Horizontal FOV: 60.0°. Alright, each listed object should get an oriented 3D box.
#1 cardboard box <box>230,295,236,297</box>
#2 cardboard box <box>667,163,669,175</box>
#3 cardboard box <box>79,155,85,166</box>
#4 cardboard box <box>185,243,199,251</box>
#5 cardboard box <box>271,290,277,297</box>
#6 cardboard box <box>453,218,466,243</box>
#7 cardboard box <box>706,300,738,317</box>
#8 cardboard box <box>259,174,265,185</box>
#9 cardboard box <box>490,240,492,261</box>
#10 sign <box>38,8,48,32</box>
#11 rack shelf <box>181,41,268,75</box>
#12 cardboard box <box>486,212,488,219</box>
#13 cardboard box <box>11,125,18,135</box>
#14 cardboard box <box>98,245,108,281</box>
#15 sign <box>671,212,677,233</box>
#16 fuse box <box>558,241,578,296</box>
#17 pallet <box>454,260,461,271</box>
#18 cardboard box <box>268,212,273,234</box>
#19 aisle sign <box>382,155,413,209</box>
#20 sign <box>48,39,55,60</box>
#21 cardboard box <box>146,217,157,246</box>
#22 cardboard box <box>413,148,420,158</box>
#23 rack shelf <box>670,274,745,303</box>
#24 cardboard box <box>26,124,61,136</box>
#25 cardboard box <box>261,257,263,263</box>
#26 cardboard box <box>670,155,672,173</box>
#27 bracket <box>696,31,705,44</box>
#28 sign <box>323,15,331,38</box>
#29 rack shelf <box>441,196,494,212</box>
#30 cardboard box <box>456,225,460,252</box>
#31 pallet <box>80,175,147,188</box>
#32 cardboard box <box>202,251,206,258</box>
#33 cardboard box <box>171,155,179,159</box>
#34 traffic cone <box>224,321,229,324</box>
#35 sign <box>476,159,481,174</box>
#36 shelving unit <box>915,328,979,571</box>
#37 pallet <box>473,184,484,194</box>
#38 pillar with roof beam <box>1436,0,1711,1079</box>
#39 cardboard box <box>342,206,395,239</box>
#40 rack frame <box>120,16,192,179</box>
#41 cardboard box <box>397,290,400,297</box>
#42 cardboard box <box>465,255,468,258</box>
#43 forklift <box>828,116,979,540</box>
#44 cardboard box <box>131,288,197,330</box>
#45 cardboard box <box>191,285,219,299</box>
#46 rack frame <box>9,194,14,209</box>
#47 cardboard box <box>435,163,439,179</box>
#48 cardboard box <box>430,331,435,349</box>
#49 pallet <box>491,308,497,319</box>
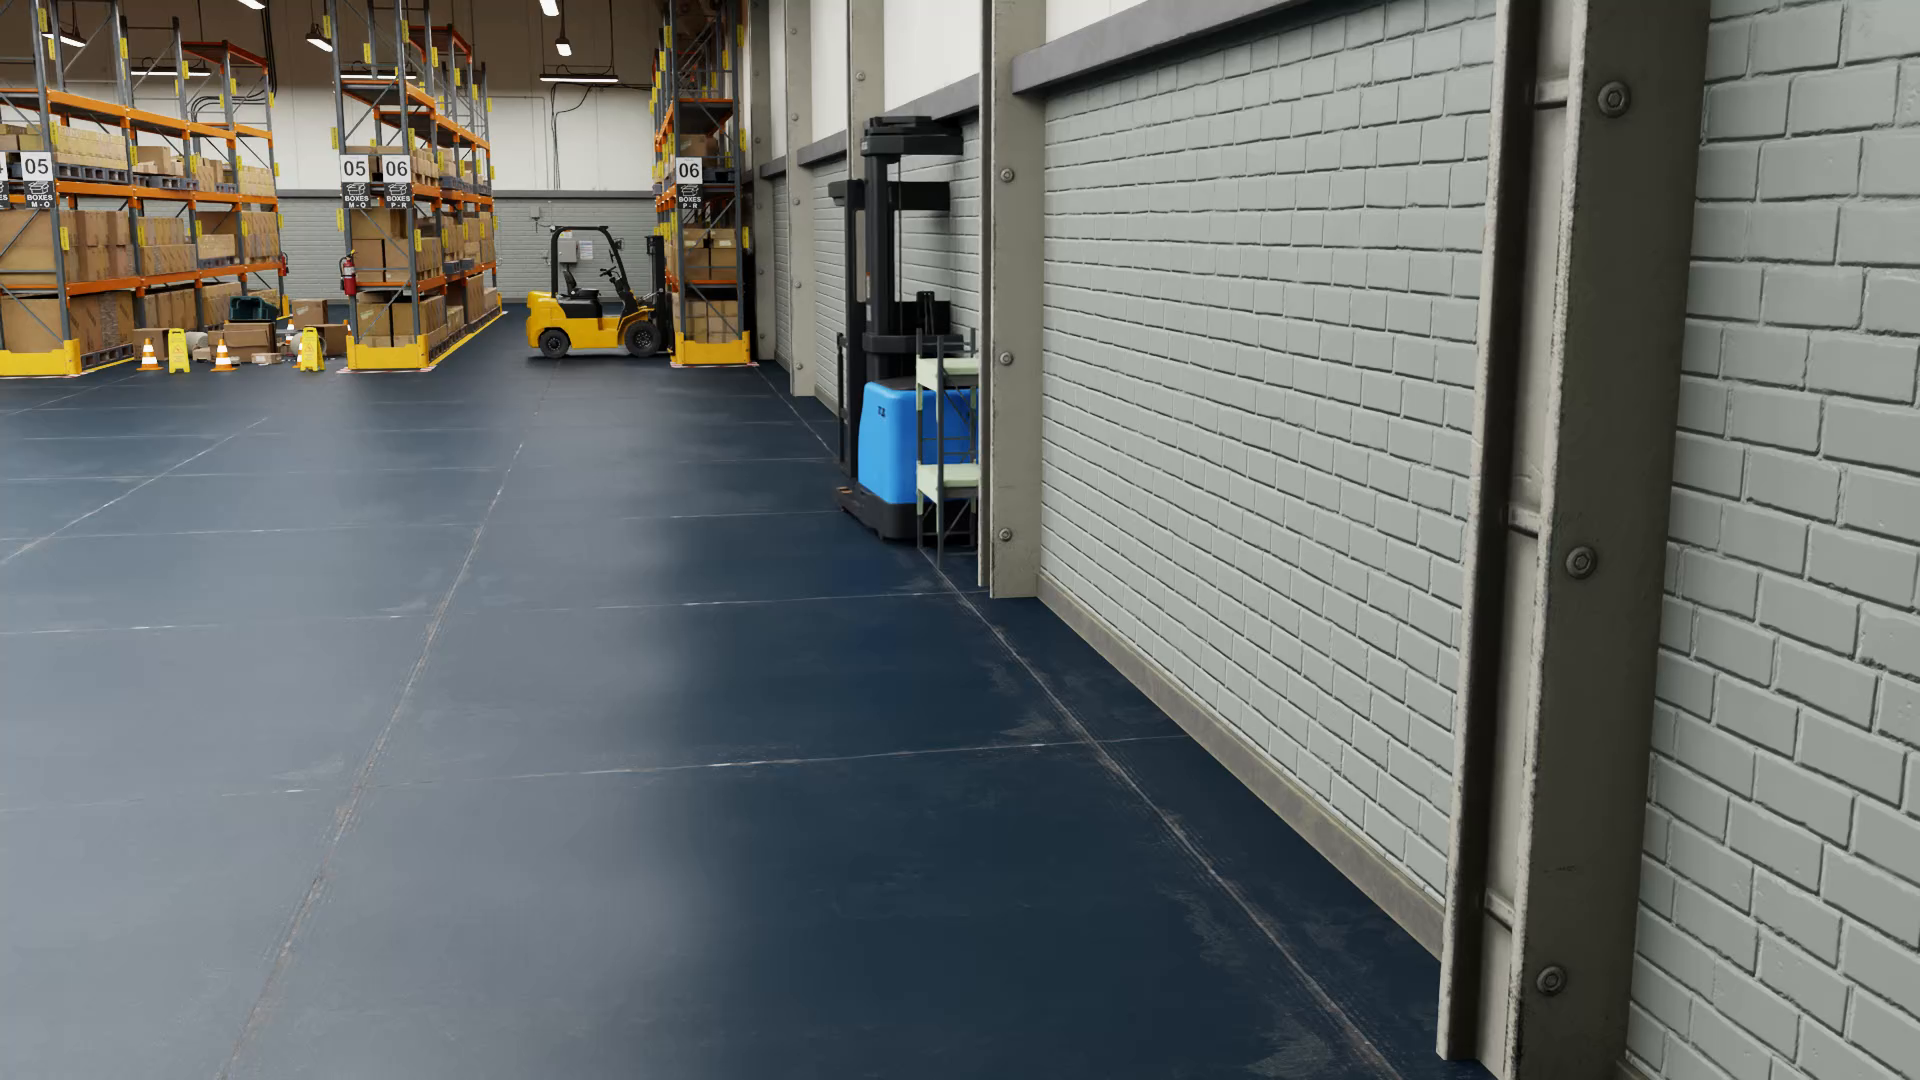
[{"bbox_3d":[-15.496,-4.889,34.921,0.500,0.500,0.500,-2,11,-12],"label":"cardboard box"},{"bbox_3d":[-5.106,-6.853,30.503,0.500,0.311,0.500,-2,11,-13],"label":"cardboard box"},{"bbox_3d":[-13.601,-5.795,25.382,0.380,0.149,0.250,-2,11,-11],"label":"cardboard box"},{"bbox_3d":[-15.105,-5.722,32.492,0.380,0.149,0.250,-2,11,-8],"label":"cardboard box"},{"bbox_3d":[-16.245,-5.784,38.972,0.380,0.149,0.250,-2,11,-12],"label":"cardboard box"},{"bbox_3d":[-10.228,-6.236,33.494,0.500,0.500,0.500,-2,11,-13],"label":"cardboard box"},{"bbox_3d":[-3.856,-3.752,26.942,0.500,0.250,0.500,-2,11,-12],"label":"cardboard box"},{"bbox_3d":[-16.227,-8.247,38.046,0.500,0.250,0.500,-2,11,-10],"label":"cardboard box"},{"bbox_3d":[-11.382,-6.847,39.380,0.500,0.500,0.500,-2,11,-9],"label":"cardboard box"},{"bbox_3d":[-13.106,-7.433,23.760,0.100,0.325,0.005,-2,11,-11],"label":"sign"},{"bbox_3d":[-16.375,-10.724,37.009,1.077,0.370,4.000,-2,11,-11],"label":"rack shelf"},{"bbox_3d":[-11.448,-7.726,39.589,0.380,0.149,0.250,-2,11,-10],"label":"cardboard box"},{"bbox_3d":[-14.098,-6.023,24.443,0.380,0.149,0.250,-2,11,-11],"label":"cardboard box"},{"bbox_3d":[-14.026,-4.373,26.250,0.875,0.550,0.500,-2,11,-11],"label":"cardboard box"},{"bbox_3d":[-4.483,-4.978,26.097,0.100,0.325,0.005,-2,11,-11],"label":"sign"},{"bbox_3d":[-10.959,-7.513,46.594,0.539,1.711,0.414,-2,11,-11],"label":"fuse box"},{"bbox_3d":[-9.947,-5.140,31.193,1.003,0.211,1.213,-2,11,-11],"label":"pallet"},{"bbox_3d":[-16.332,-7.383,38.728,0.500,0.500,0.500,-3,11,-13],"label":"cardboard box"},{"bbox_3d":[-8.500,-5.406,25.123,0.394,0.787,0.004,-2,11,-11],"label":"aisle sign"},{"bbox_3d":[-14.960,-8.087,27.407,0.100,0.325,0.005,-2,11,-11],"label":"sign"},{"bbox_3d":[-14.732,-5.482,29.534,0.700,0.500,0.500,-2,11,-11],"label":"cardboard box"},{"bbox_3d":[-8.714,-6.086,26.165,0.380,0.149,0.250,-2,11,-11],"label":"cardboard box"},{"bbox_3d":[-4.337,-4.323,28.313,1.077,0.370,4.000,-2,11,-11],"label":"rack shelf"},{"bbox_3d":[-13.405,-6.000,24.325,0.380,0.149,0.250,-2,11,-10],"label":"cardboard box"},{"bbox_3d":[-16.259,-6.452,38.246,0.380,0.149,0.250,-3,11,-13],"label":"cardboard box"},{"bbox_3d":[-4.803,-6.567,29.004,0.500,0.311,0.500,-2,11,-10],"label":"cardboard box"},{"bbox_3d":[-5.801,-11.298,37.359,0.235,0.232,0.430,-2,11,-11],"label":"bracket"},{"bbox_3d":[-9.365,-7.596,24.617,0.100,0.325,0.005,-2,11,-11],"label":"sign"},{"bbox_3d":[-11.539,-7.817,38.643,1.077,0.370,4.000,-2,11,-11],"label":"rack shelf"},{"bbox_3d":[-9.800,-5.737,31.631,0.500,0.500,0.500,-3,11,-15],"label":"cardboard box"},{"bbox_3d":[-14.657,-6.210,28.789,0.805,0.209,1.217,-3,11,-13],"label":"pallet"},{"bbox_3d":[-15.202,-5.668,33.004,0.380,0.149,0.250,-2,11,-8],"label":"cardboard box"},{"bbox_3d":[-15.812,-7.596,33.246,0.396,0.266,0.258,-2,11,-11],"label":"cardboard box"},{"bbox_3d":[-13.210,-3.718,29.995,0.336,0.463,0.334,-2,11,-11],"label":"traffic cone"},{"bbox_3d":[-10.620,-8.233,36.684,0.100,0.325,0.005,-2,11,-11],"label":"sign"},{"bbox_3d":[-0.017,-0.615,10.915,0.431,1.500,0.755,-2,11,-12],"label":"shelving unit"},{"bbox_3d":[-11.299,-7.910,37.448,1.003,0.211,1.213,-2,11,-11],"label":"pallet"},{"bbox_3d":[-2.754,-2.859,2.651,9.100,9.000,0.400,-2,11,-11],"label":"pillar with roof beam"},{"bbox_3d":[-9.130,-4.901,25.686,0.700,0.500,0.500,-2,11,-12],"label":"cardboard box"},{"bbox_3d":[-15.208,-8.345,31.471,1.000,3.000,0.127,-2,11,-11],"label":"rack frame"},{"bbox_3d":[-9.677,-4.168,28.061,0.380,0.149,0.250,-2,11,-9],"label":"cardboard box"},{"bbox_3d":[-10.221,-5.621,33.609,0.500,0.250,0.500,-2,11,-12],"label":"cardboard box"},{"bbox_3d":[-0.375,-1.672,12.644,1.130,2.935,3.031,-3,11,-15],"label":"forklift"},{"bbox_3d":[-15.178,-4.384,31.599,1.050,0.750,0.750,-2,11,-12],"label":"cardboard box"},{"bbox_3d":[-15.203,-4.972,33.355,0.500,0.250,0.500,-2,11,-12],"label":"cardboard box"},{"bbox_3d":[-21.649,-6.703,38.890,1.000,3.000,0.127,-2,11,-11],"label":"rack frame"},{"bbox_3d":[-9.244,-6.337,28.551,0.500,0.250,0.500,-2,11,-12],"label":"cardboard box"},{"bbox_3d":[-8.794,-3.236,26.907,0.500,0.250,0.500,-2,11,-9],"label":"cardboard box"},{"bbox_3d":[-11.462,-5.326,39.116,1.003,0.211,1.213,-2,11,-11],"label":"pallet"}]
